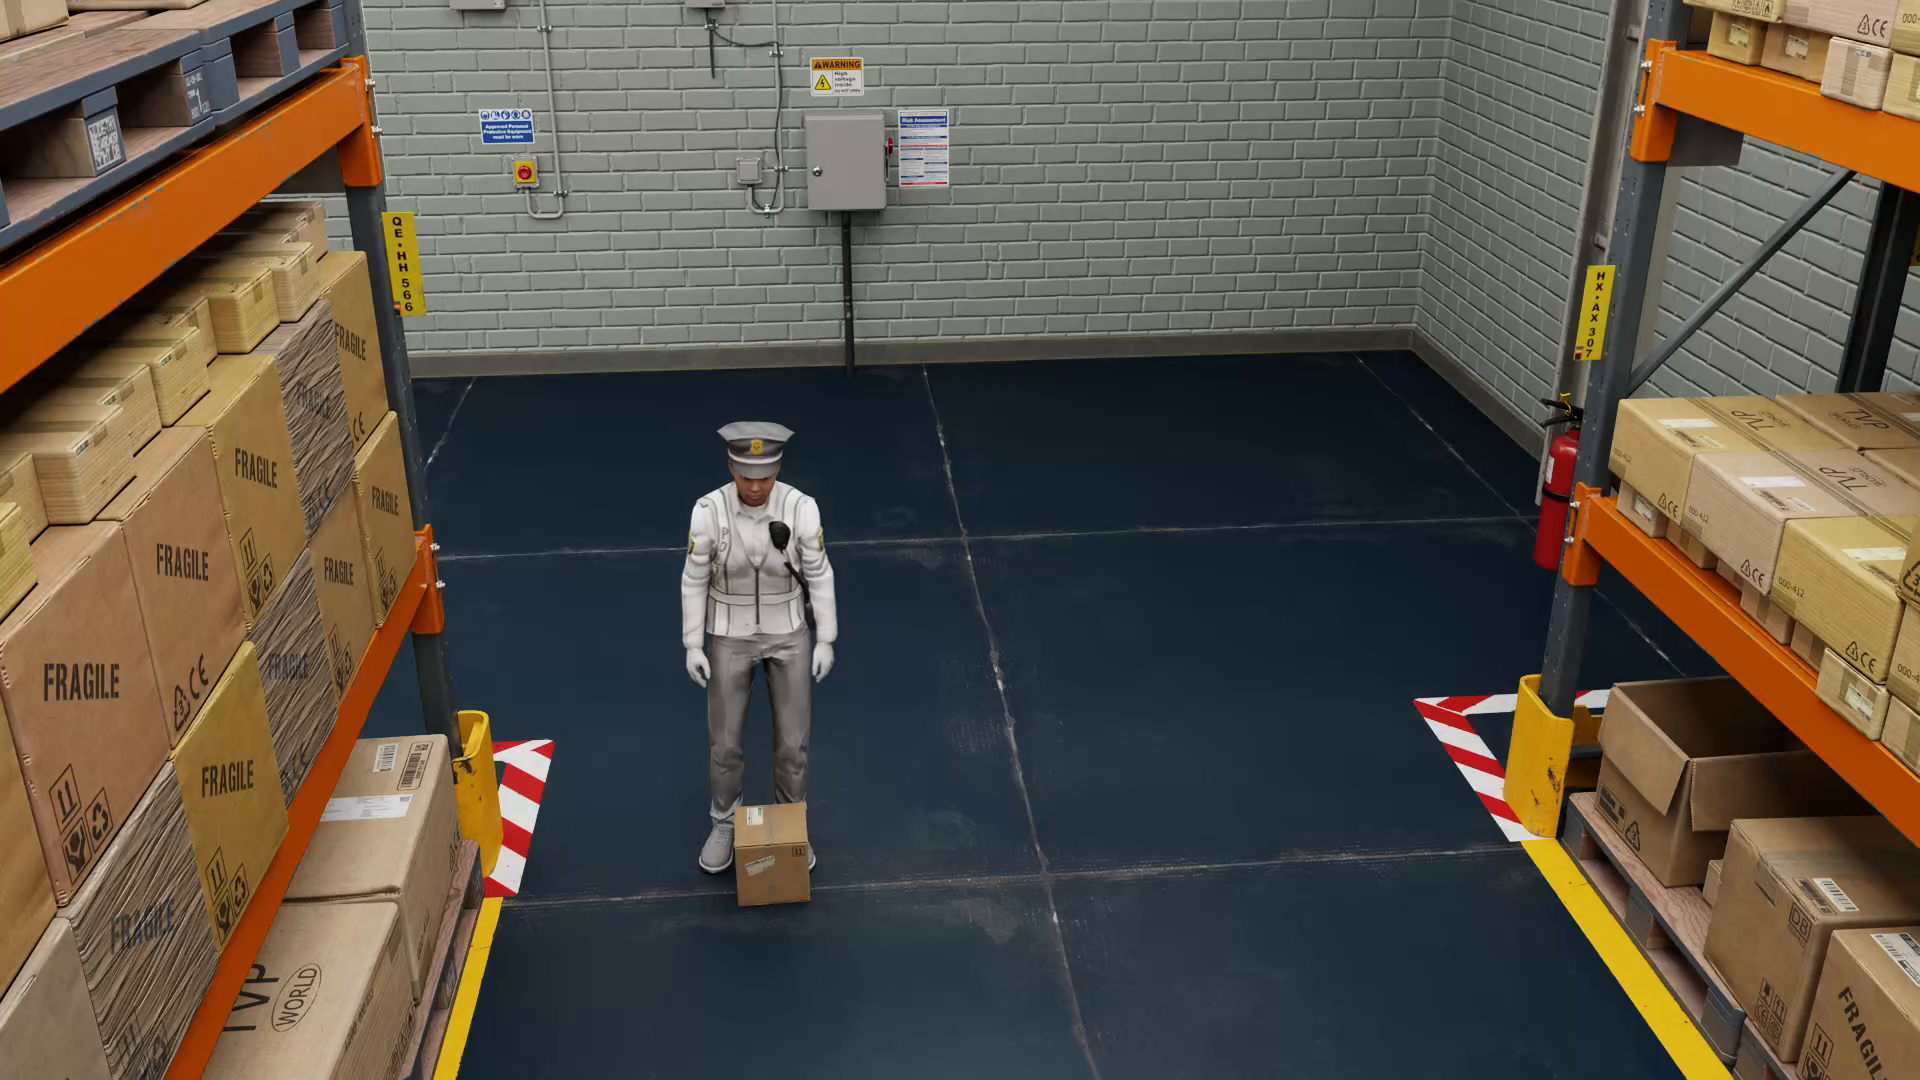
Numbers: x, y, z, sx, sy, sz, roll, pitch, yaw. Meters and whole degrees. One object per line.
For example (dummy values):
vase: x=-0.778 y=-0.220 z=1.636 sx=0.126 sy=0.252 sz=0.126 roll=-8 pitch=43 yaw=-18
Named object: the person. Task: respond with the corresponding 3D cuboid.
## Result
person: x=-0.690 y=0.369 z=5.763 sx=0.532 sy=1.663 sz=0.404 roll=-2 pitch=24 yaw=-6
